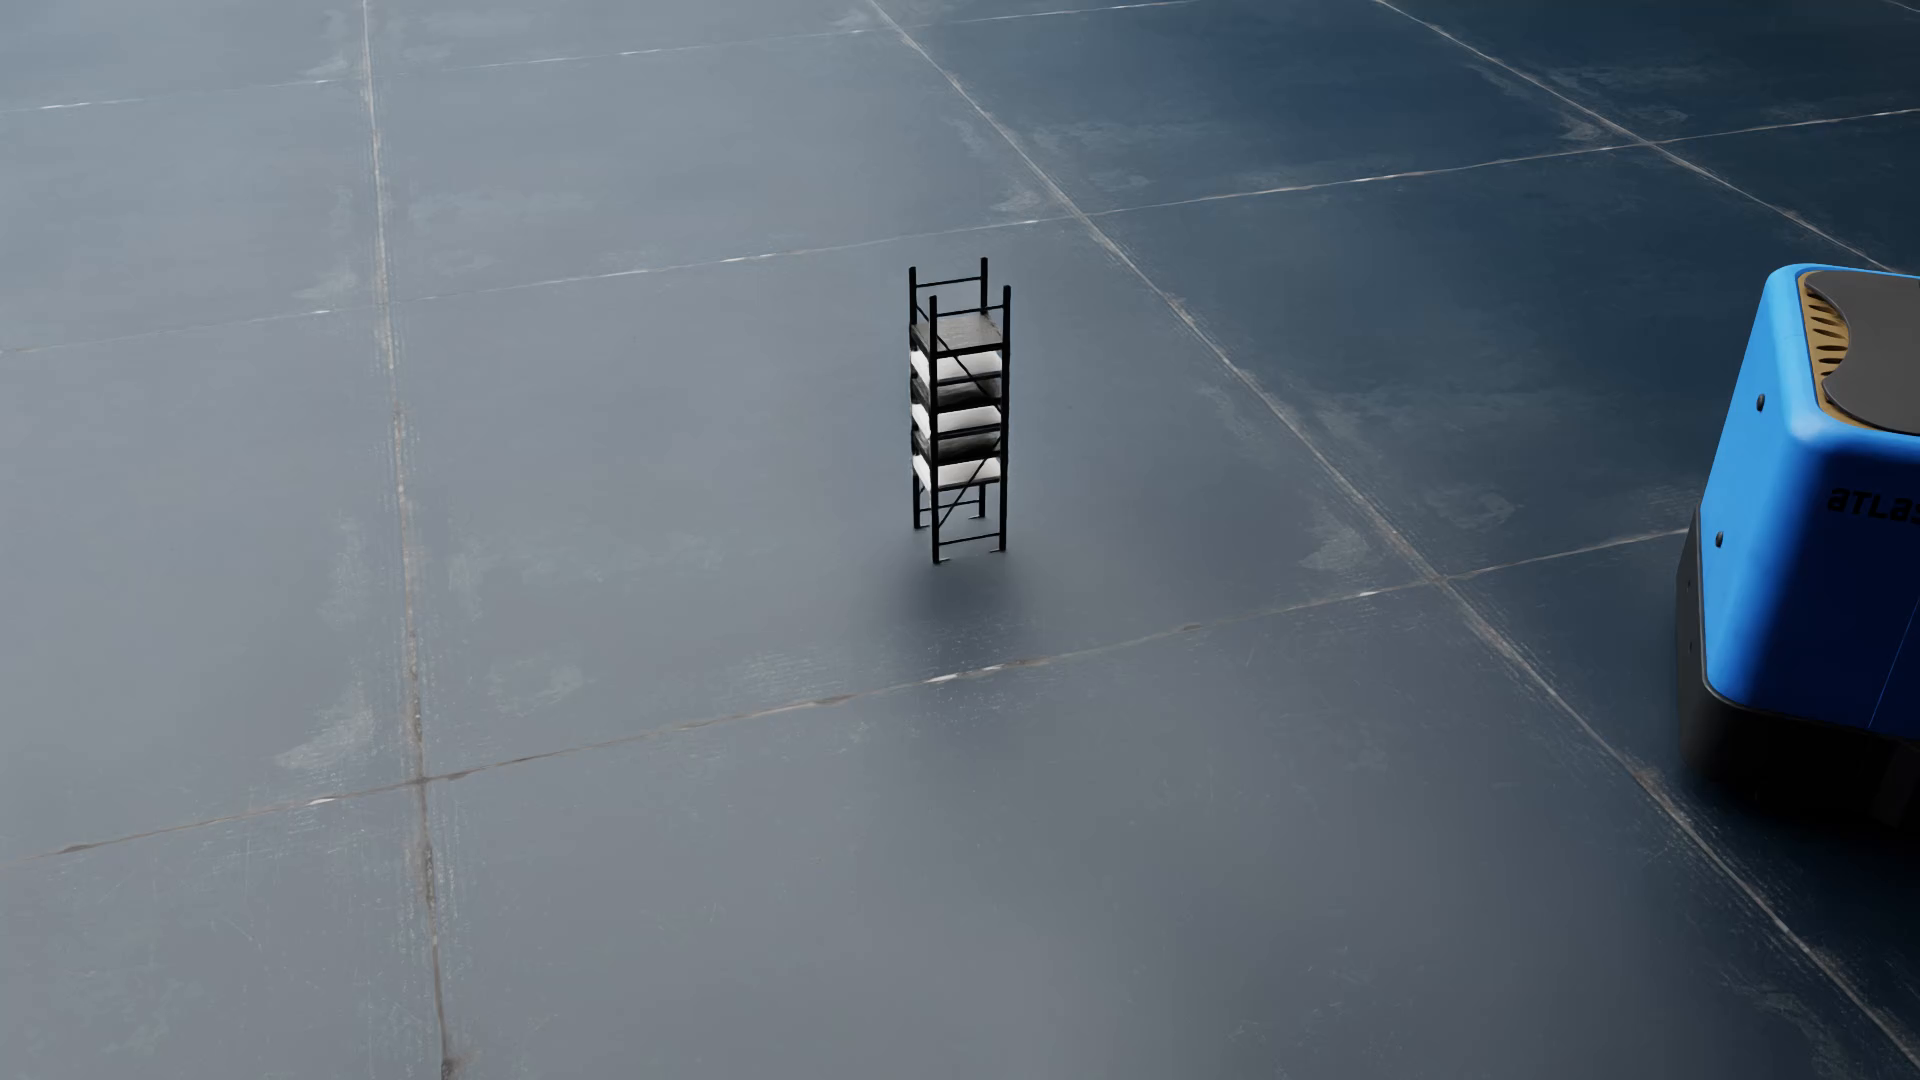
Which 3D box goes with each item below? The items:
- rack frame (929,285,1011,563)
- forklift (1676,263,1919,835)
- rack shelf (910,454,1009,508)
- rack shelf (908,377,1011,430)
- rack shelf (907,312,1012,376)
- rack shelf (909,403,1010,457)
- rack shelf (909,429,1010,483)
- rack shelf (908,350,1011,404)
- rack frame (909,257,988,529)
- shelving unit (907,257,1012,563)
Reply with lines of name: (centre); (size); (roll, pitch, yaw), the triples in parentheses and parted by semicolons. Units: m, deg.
rack frame: (0.029, -0.326, 4.928); (0.240, 0.900, 0.006); (-10, 35, -15)
forklift: (3.428, -0.563, 3.444); (3.031, 2.935, 1.130); (11, 35, 16)
rack shelf: (-0.002, -0.202, 5.126); (0.258, 0.077, 0.200); (-10, 35, -15)
rack shelf: (-0.002, -0.427, 4.977); (0.258, 0.077, 0.200); (-10, 35, -15)
rack shelf: (-0.002, -0.577, 4.878); (0.258, 0.077, 0.200); (-10, 35, -15)
rack shelf: (-0.002, -0.352, 5.027); (0.258, 0.077, 0.200); (-10, 35, -15)
rack shelf: (-0.002, -0.277, 5.076); (0.258, 0.077, 0.200); (-10, 35, -15)
rack shelf: (-0.002, -0.502, 4.928); (0.258, 0.077, 0.200); (-10, 35, -15)
rack frame: (-0.033, -0.433, 5.089); (0.240, 0.900, 0.006); (-10, 35, -15)
shelving unit: (-0.002, -0.380, 5.008); (0.258, 0.900, 0.210); (-10, 35, -15)
